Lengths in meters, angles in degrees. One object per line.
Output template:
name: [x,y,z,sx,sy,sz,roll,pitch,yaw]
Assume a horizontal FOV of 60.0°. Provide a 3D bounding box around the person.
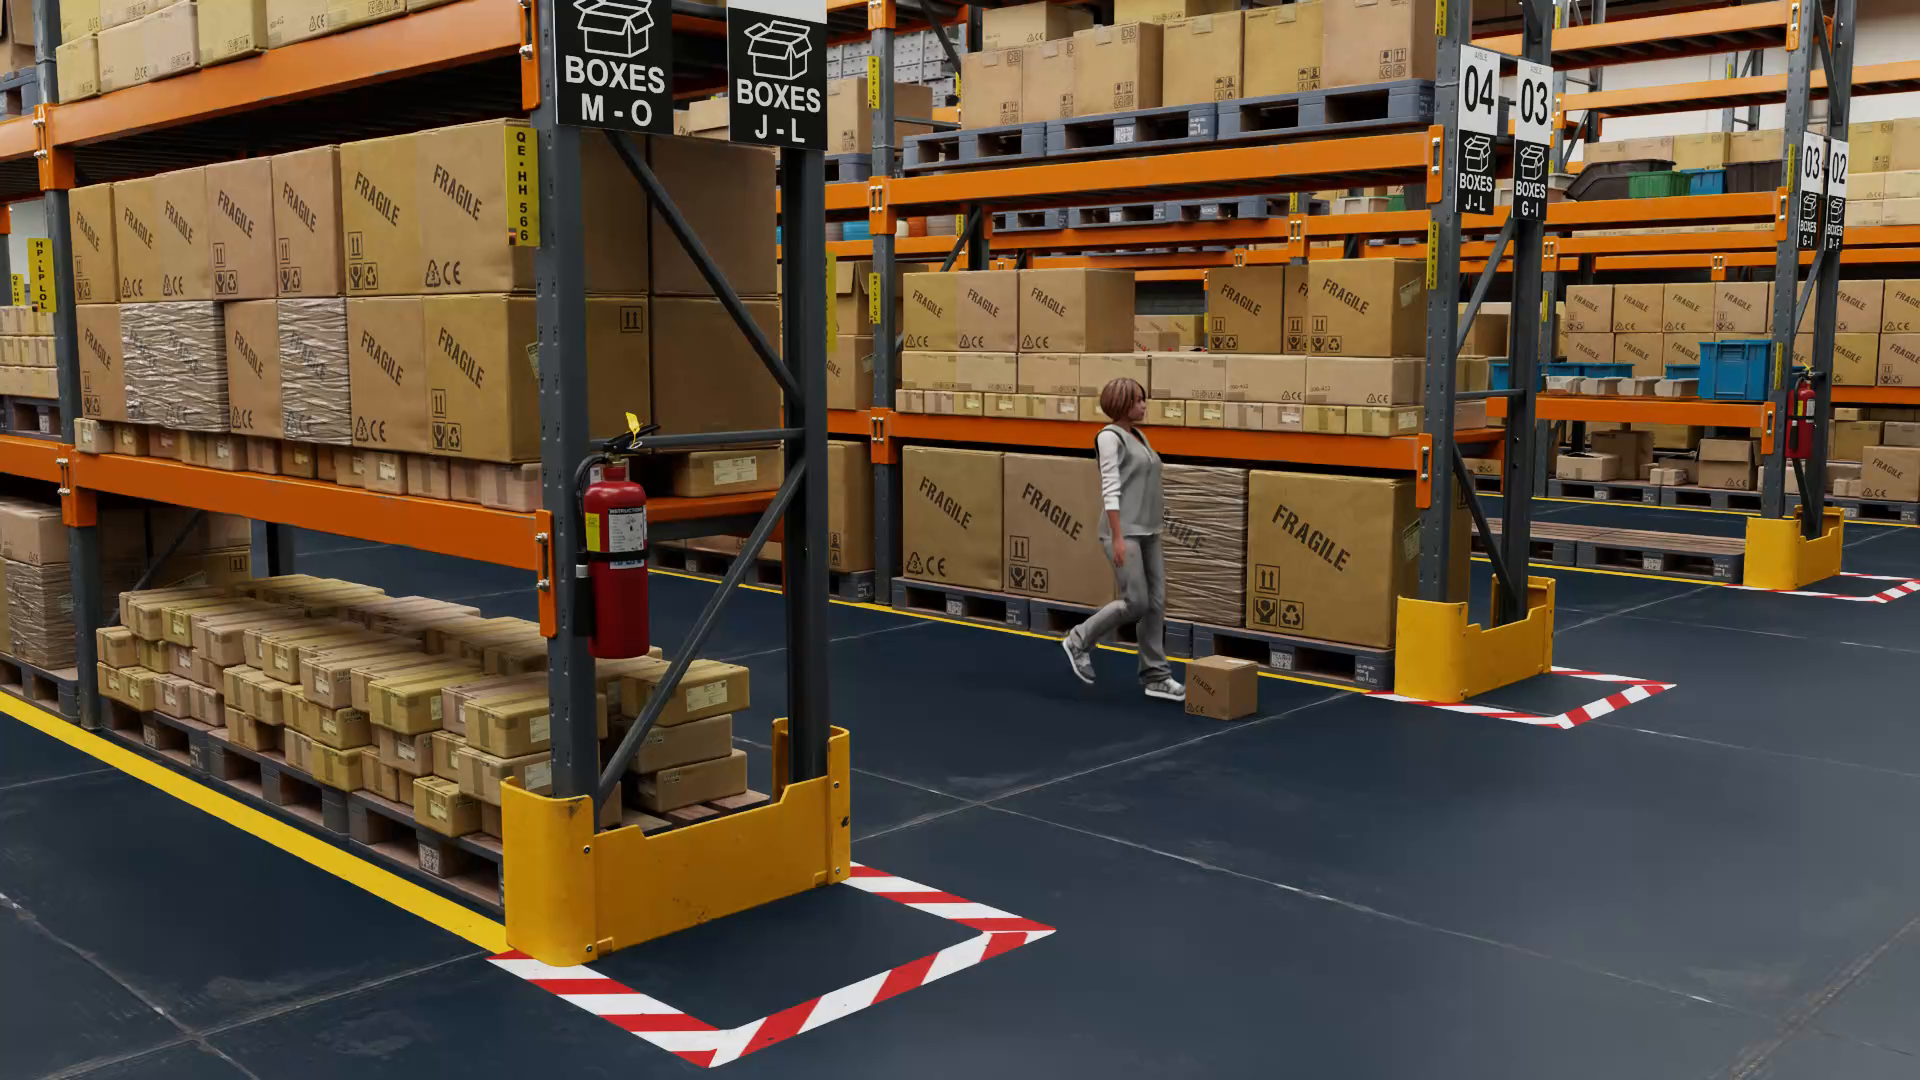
person: [0.853,-0.006,8.205,0.646,1.589,0.440,5,9,34]
